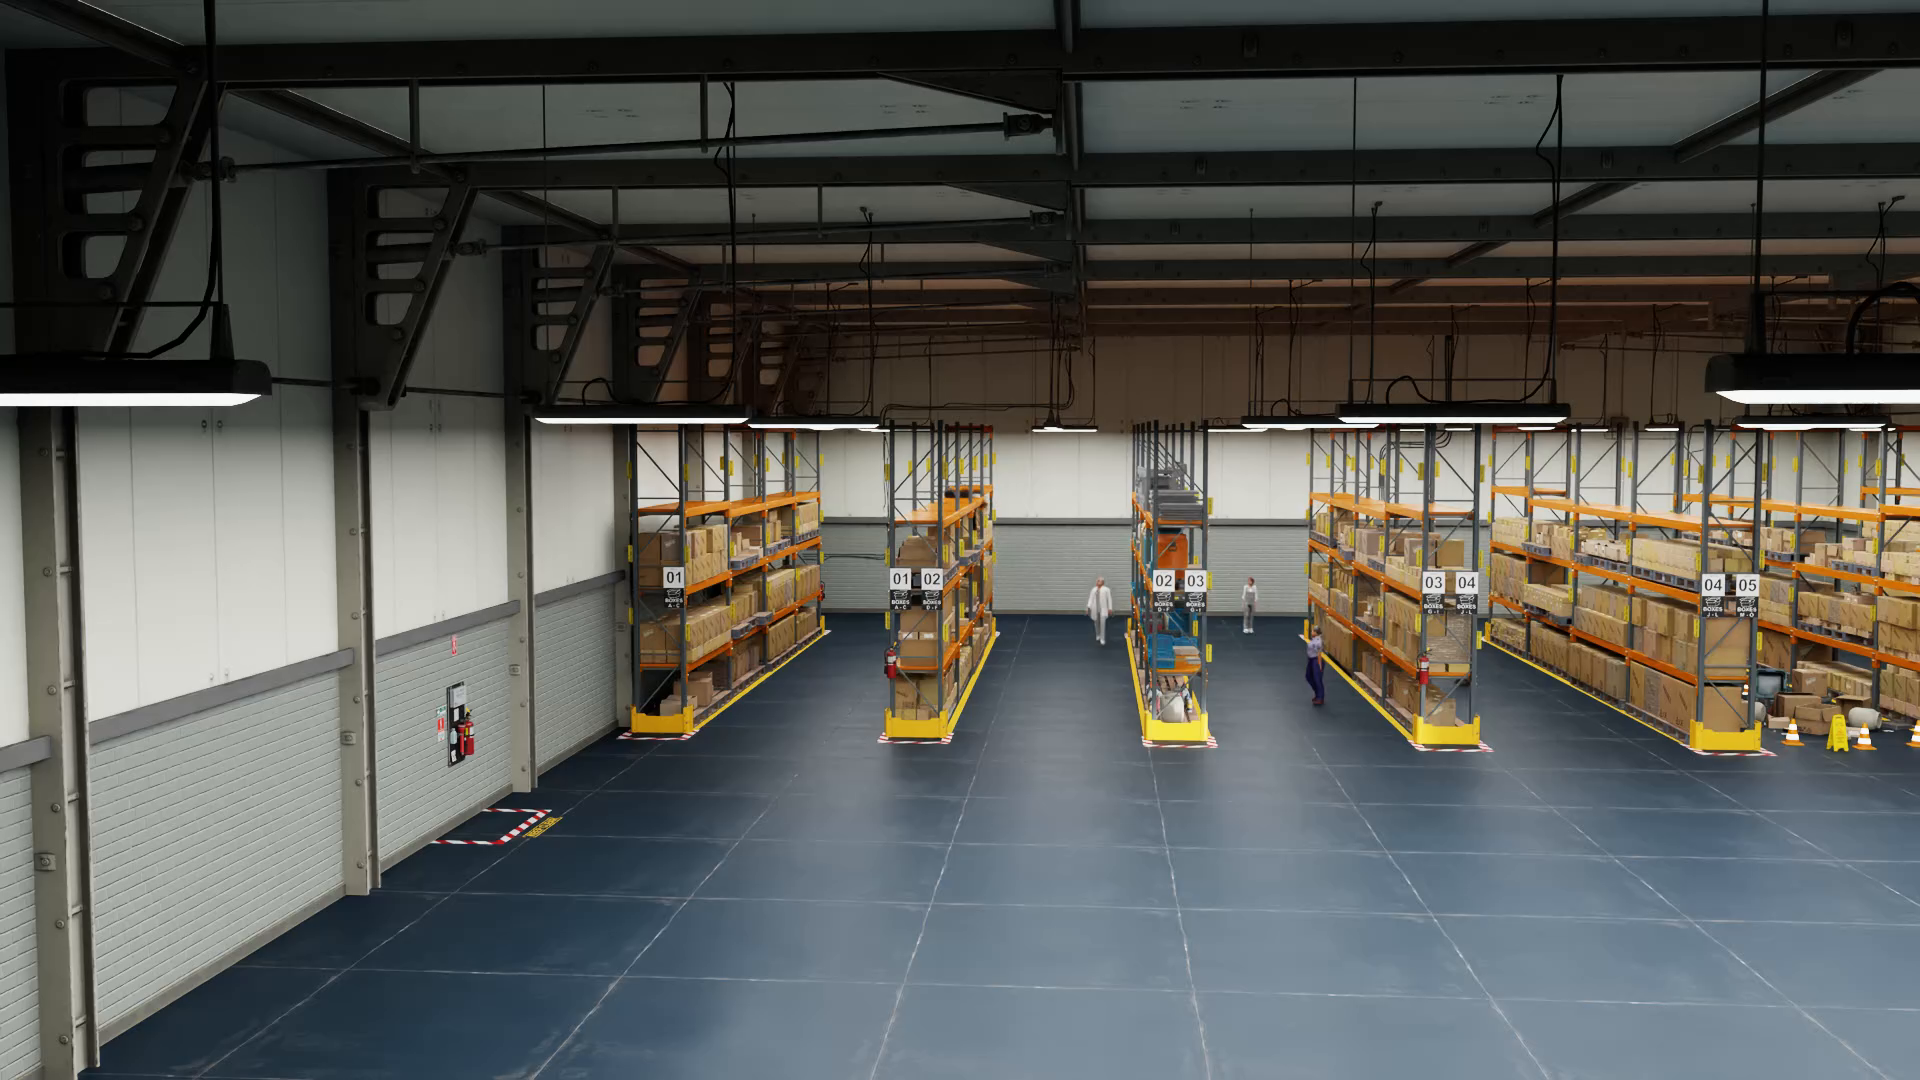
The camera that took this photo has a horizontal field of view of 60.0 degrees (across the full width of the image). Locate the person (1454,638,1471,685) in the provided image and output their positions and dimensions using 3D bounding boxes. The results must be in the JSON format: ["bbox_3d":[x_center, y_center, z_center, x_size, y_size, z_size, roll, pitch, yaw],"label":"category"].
[{"bbox_3d":[11.544,2.447,38.196,0.435,1.726,0.531,-1,4,-21],"label":"person"}]

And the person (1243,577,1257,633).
[{"bbox_3d":[8.392,1.876,48.090,0.423,1.612,0.387,0,4,-2],"label":"person"}]

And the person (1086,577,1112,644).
[{"bbox_3d":[3.707,1.865,44.310,0.677,1.726,1.044,1,4,11],"label":"person"}]

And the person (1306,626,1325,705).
[{"bbox_3d":[7.592,2.676,35.387,0.389,1.645,0.583,0,4,1],"label":"person"}]
